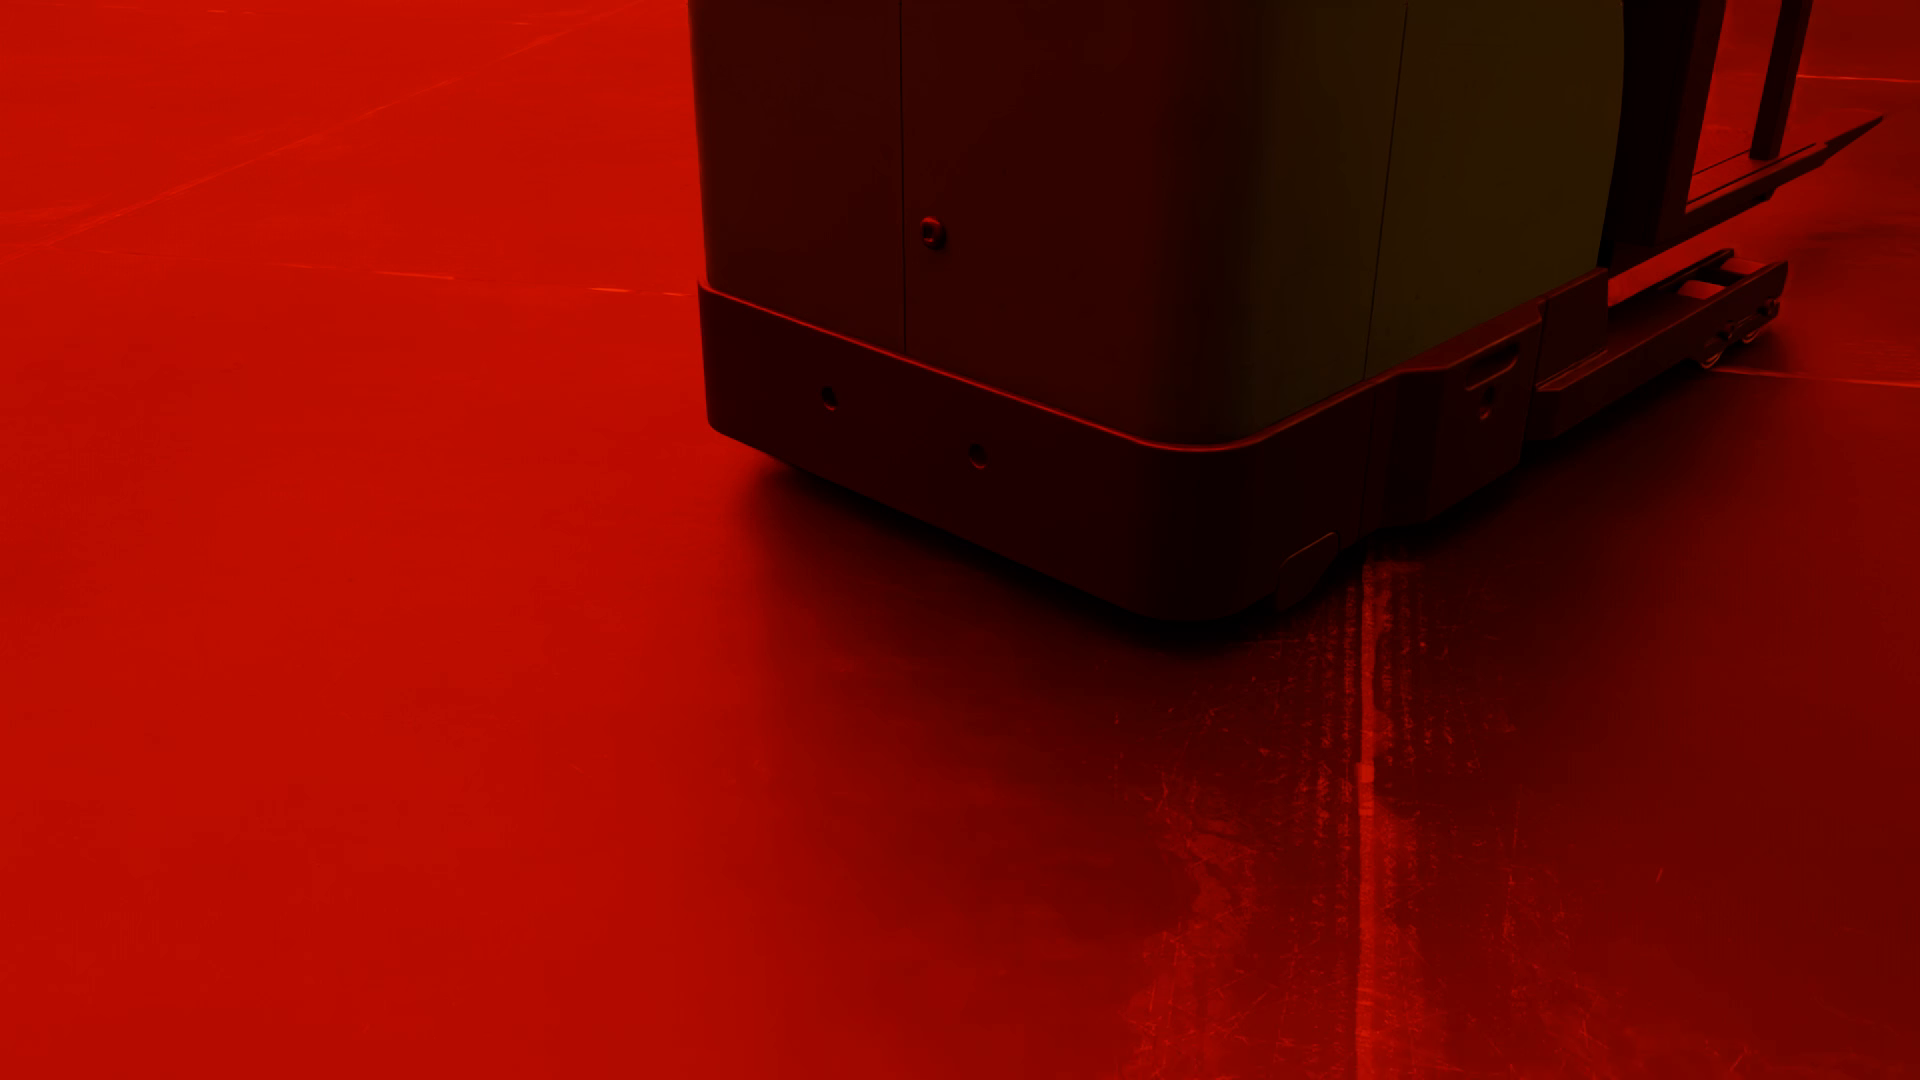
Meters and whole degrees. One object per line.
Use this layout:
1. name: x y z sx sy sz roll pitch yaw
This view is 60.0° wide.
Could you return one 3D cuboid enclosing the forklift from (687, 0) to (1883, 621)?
1. forklift: 0.970 -1.773 2.761 1.130 2.935 3.031 24 35 38
